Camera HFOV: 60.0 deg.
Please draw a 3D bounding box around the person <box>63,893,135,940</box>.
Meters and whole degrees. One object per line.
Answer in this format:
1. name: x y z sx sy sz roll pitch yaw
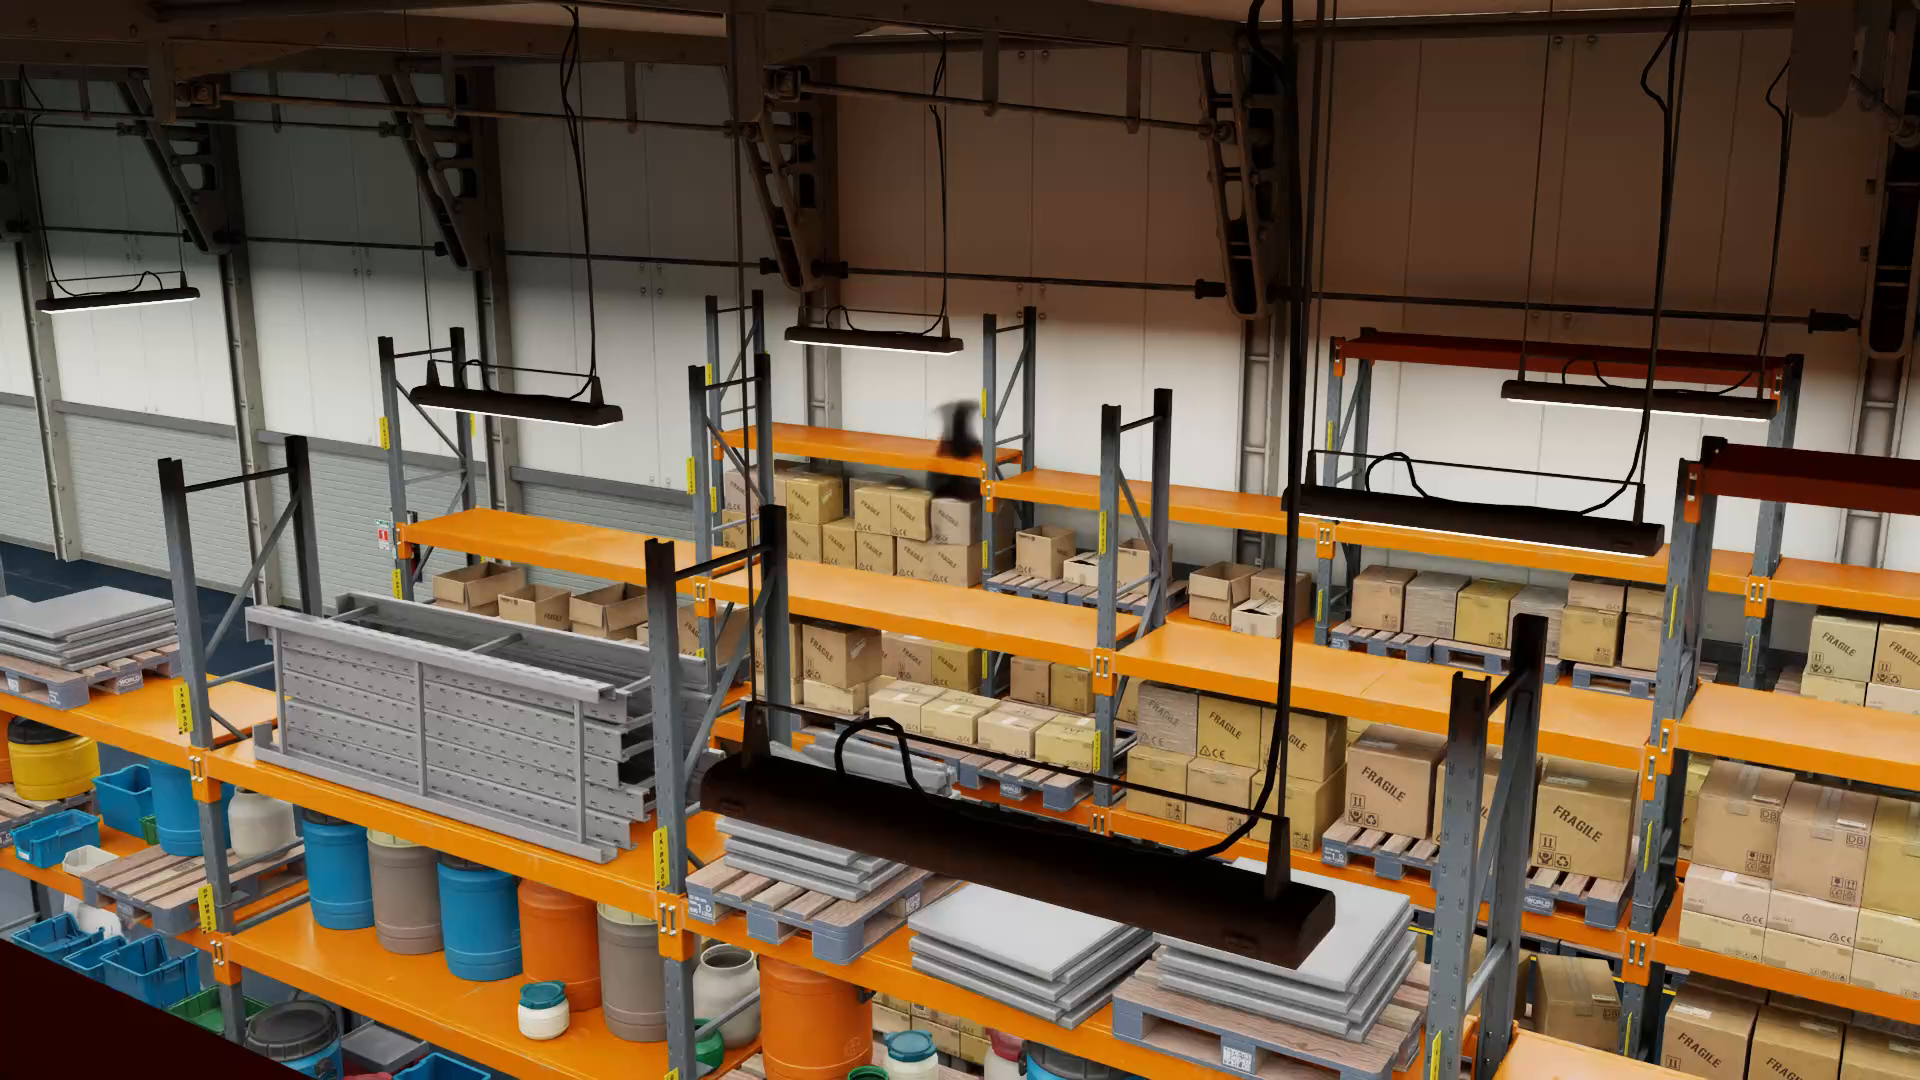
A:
1. person: -7.789 3.533 15.250 0.645 1.743 0.759 2 14 10
